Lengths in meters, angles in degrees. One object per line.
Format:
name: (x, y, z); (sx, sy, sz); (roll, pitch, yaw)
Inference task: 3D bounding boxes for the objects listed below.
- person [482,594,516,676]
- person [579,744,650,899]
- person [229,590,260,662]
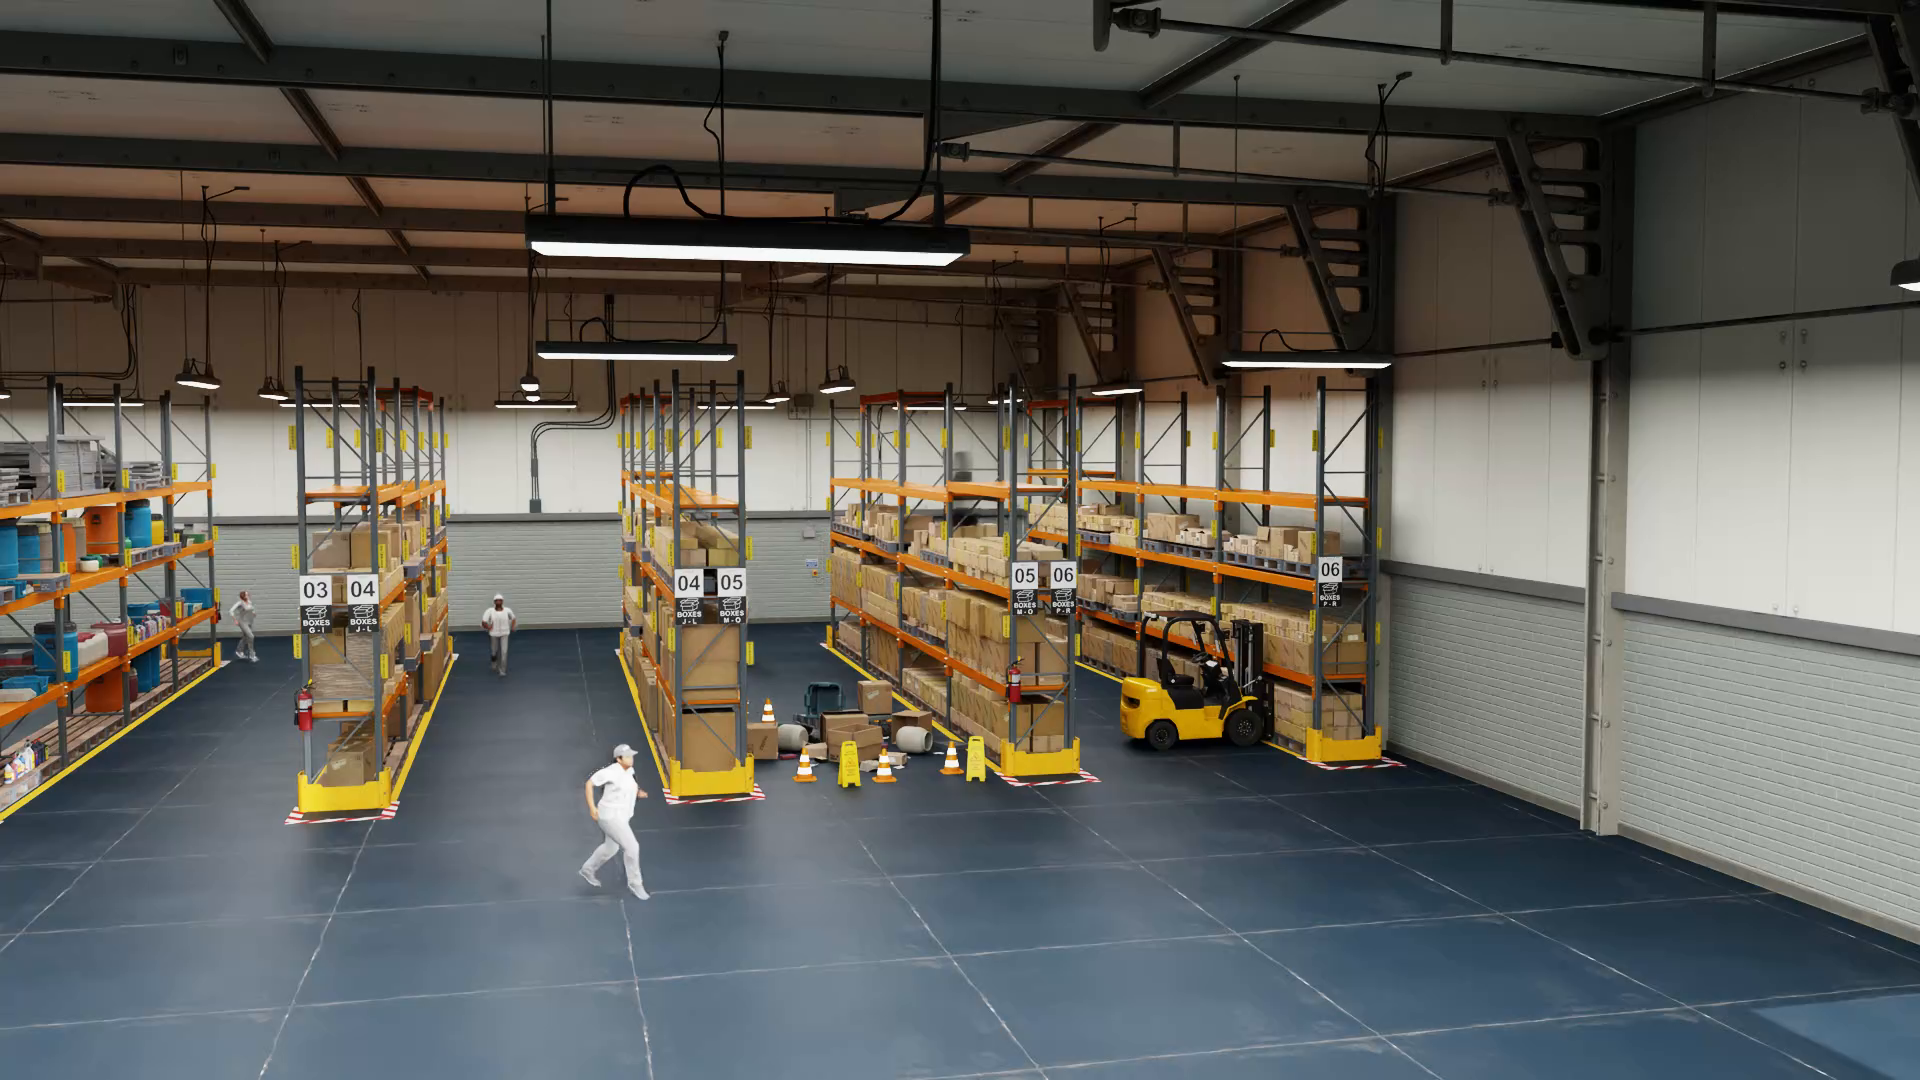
person: (-9.819, 2.025, 35.464); (0.714, 1.731, 0.791); (-1, 4, -20)
person: (-3.823, 3.092, 18.314); (0.889, 1.712, 0.627); (1, 4, 18)
person: (-16.243, 1.952, 37.764); (0.737, 1.607, 0.567); (1, 4, 14)
